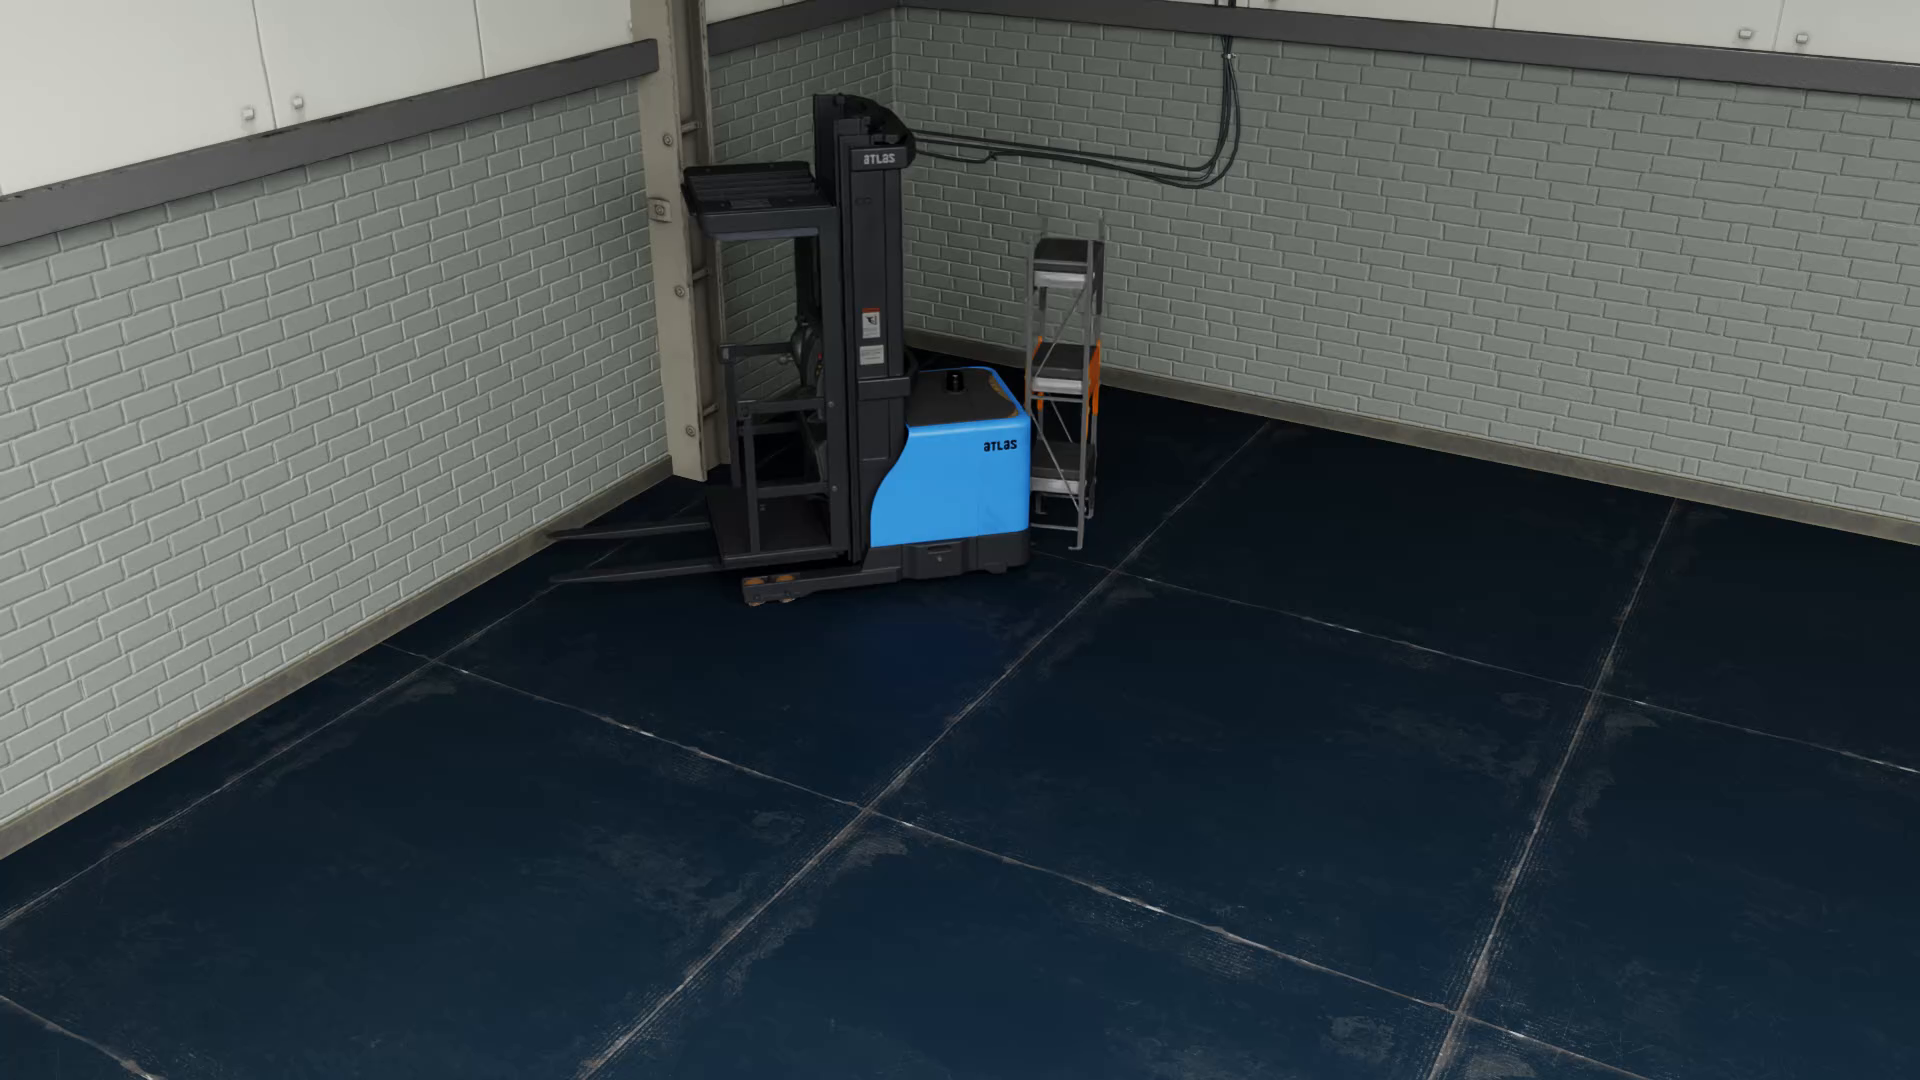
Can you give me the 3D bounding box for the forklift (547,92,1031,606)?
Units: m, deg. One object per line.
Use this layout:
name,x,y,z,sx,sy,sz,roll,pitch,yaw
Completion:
forklift,-1.116,-1.162,10.217,3.031,2.935,1.130,-6,27,-12

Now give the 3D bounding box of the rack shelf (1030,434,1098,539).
rack shelf,0.669,-0.364,11.146,0.431,0.518,0.480,6,27,11

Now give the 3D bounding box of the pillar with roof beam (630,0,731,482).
pillar with roof beam,1.857,-3.607,8.322,9.100,9.000,0.400,14,30,26

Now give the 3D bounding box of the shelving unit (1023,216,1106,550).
shelving unit,0.669,-1.002,10.827,0.431,2.100,0.503,6,27,11

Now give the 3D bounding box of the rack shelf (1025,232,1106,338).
rack shelf,0.669,-1.616,10.520,0.431,0.518,0.480,6,27,11

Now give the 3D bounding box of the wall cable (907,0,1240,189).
wall cable,0.709,-4.023,12.623,3.097,2.526,0.112,14,30,26

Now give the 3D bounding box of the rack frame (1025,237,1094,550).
rack frame,0.617,-0.896,10.614,0.400,2.100,0.015,6,27,11

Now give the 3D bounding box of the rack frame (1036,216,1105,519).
rack frame,0.721,-1.109,11.040,0.400,2.100,0.015,6,27,11

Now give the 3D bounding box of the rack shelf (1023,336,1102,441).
rack shelf,0.669,-0.990,10.833,0.431,0.518,0.480,6,27,11
